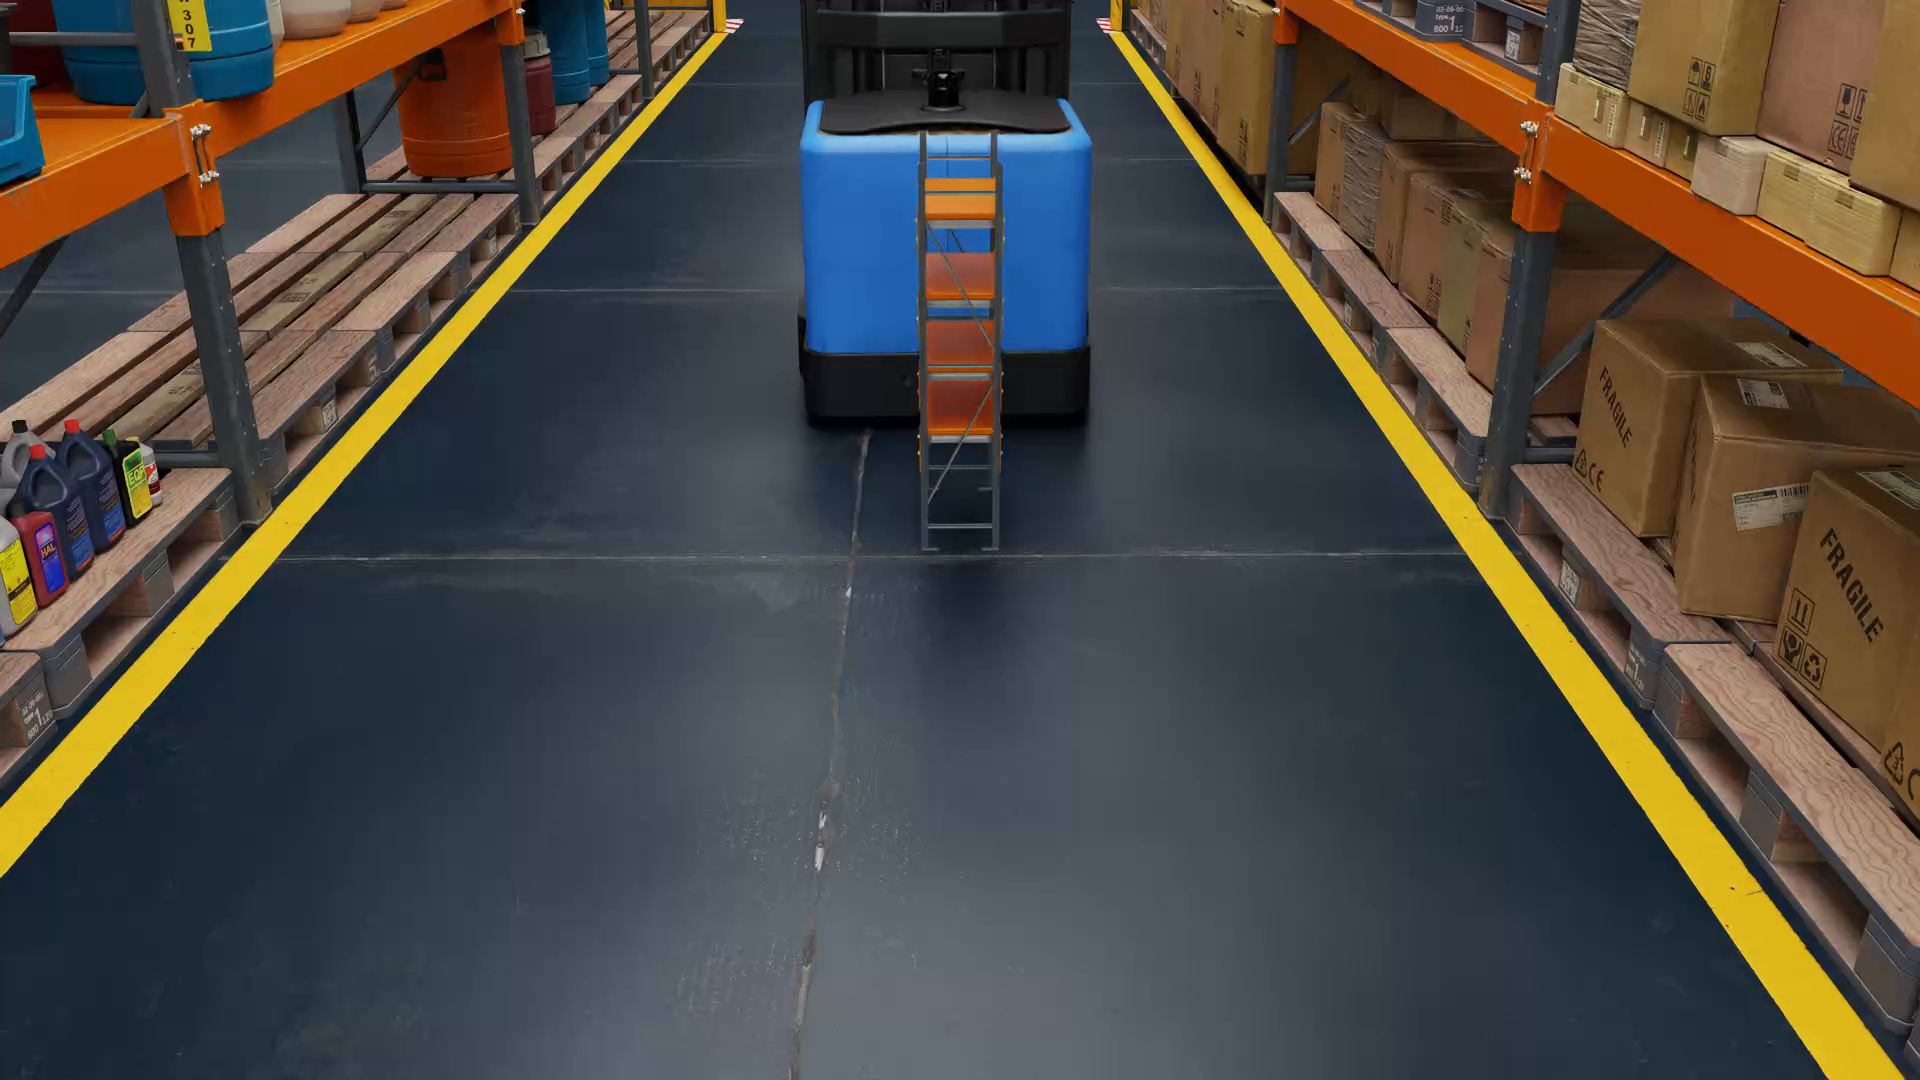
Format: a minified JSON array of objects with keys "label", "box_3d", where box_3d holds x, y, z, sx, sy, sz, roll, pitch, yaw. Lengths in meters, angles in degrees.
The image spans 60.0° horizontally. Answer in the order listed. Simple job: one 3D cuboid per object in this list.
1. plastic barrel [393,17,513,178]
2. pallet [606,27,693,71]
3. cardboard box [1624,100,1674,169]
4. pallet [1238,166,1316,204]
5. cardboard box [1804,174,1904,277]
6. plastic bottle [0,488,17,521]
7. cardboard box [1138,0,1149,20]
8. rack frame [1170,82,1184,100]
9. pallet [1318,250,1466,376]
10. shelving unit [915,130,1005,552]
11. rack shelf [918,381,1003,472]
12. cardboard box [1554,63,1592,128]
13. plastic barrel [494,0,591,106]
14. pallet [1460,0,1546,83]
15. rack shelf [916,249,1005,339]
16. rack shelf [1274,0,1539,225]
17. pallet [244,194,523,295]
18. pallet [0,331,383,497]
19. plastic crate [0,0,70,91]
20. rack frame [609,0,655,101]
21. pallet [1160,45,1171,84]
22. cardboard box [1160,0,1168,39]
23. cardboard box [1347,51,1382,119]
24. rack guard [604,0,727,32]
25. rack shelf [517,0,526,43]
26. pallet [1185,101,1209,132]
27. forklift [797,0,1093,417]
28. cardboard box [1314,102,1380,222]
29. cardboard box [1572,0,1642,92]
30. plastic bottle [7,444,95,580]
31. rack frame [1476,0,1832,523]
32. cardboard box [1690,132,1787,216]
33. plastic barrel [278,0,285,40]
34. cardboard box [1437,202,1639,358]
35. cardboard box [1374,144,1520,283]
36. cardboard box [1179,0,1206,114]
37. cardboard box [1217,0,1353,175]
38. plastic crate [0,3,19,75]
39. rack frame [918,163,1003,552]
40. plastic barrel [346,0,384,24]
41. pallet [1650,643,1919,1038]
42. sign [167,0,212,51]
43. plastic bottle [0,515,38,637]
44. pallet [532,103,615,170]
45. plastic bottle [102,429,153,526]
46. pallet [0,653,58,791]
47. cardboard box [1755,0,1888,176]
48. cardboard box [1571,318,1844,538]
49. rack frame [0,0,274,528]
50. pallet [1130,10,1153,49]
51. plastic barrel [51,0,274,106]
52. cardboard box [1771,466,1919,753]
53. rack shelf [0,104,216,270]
[{"label":"plastic barrel","box_3d":[-2.814,-2.481,9.219,0.600,0.830,0.708,0,24,-1]},{"label":"pallet","box_3d":[-2.898,-4.261,14.415,1.003,0.211,1.213,0,24,-1]},{"label":"cardboard box","box_3d":[1.927,-1.040,4.215,0.380,0.149,0.250,0,24,-1]},{"label":"pallet","box_3d":[2.228,-2.153,9.755,1.003,0.211,1.213,0,24,-1]},{"label":"cardboard box","box_3d":[1.936,-0.628,3.304,0.380,0.149,0.250,0,24,-1]},{"label":"plastic bottle","box_3d":[-2.598,-0.034,4.455,0.152,0.276,0.135,0,24,-1]},{"label":"cardboard box","box_3d":[2.161,-5.355,15.519,0.875,0.875,0.875,0,24,-1]},{"label":"rack frame","box_3d":[2.118,-4.747,12.106,1.000,3.000,0.127,0,24,-1]},{"label":"pallet","box_3d":[2.179,-1.005,7.215,1.003,0.211,1.213,0,24,-1]},{"label":"shelving unit","box_3d":[-0.002,-0.615,5.154,0.258,1.200,0.503,0,24,-1]},{"label":"rack shelf","box_3d":[-0.002,-0.373,5.263,0.258,0.148,0.480,0,24,-1]},{"label":"cardboard box","box_3d":[1.907,-1.246,4.670,0.380,0.149,0.250,0,24,-1]},{"label":"plastic barrel","box_3d":[-2.838,-3.444,11.262,0.600,0.901,0.708,0,24,-1]},{"label":"pallet","box_3d":[2.342,-1.679,5.555,1.003,0.211,1.213,0,24,-1]},{"label":"rack shelf","box_3d":[-0.002,-0.757,5.089,0.258,0.148,0.480,0,24,-1]},{"label":"rack shelf","box_3d":[2.183,-1.947,6.788,1.077,0.370,4.000,0,24,-1]},{"label":"pallet","box_3d":[-2.822,-1.487,8.281,1.003,0.211,1.213,0,24,-1]},{"label":"pallet","box_3d":[-2.795,-0.481,6.058,1.003,0.211,1.213,0,24,-1]},{"label":"plastic crate","box_3d":[-3.059,-1.656,5.193,0.402,0.464,0.583,0,24,-1]},{"label":"rack frame","box_3d":[-2.835,-4.725,12.057,1.000,3.000,0.127,0,24,-1]},{"label":"pallet","box_3d":[2.188,-3.790,13.374,1.003,0.211,1.213,0,24,-1]},{"label":"cardboard box","box_3d":[2.181,-4.613,13.879,0.875,0.875,0.875,0,24,-1]},{"label":"cardboard box","box_3d":[2.199,-2.226,8.121,0.500,0.250,0.500,1,24,2]},{"label":"rack guard","box_3d":[-2.892,-5.244,16.238,1.175,0.500,0.348,0,24,-1]},{"label":"rack shelf","box_3d":[-2.813,-3.573,10.383,1.077,0.370,4.000,0,24,-1]},{"label":"pallet","box_3d":[2.201,-3.159,11.978,1.003,0.211,1.213,0,24,-1]},{"label":"forklift","box_3d":[-0.109,-2.348,6.884,1.130,2.935,3.031,-1,24,-2]},{"label":"cardboard box","box_3d":[2.189,-1.884,8.276,0.700,0.500,0.500,-2,24,-3]},{"label":"cardboard box","box_3d":[2.148,-1.446,4.325,0.875,0.500,0.500,0,24,-1]},{"label":"plastic bottle","box_3d":[-2.450,-0.079,4.464,0.144,0.351,0.185,-1,24,-3]},{"label":"rack frame","box_3d":[2.205,-1.451,4.817,1.000,3.000,0.127,0,24,-1]},{"label":"cardboard box","box_3d":[1.900,-0.834,3.759,0.380,0.149,0.250,0,24,-1]},{"label":"plastic barrel","box_3d":[-2.609,-1.911,6.004,0.301,0.262,0.301,0,24,0]},{"label":"cardboard box","box_3d":[2.233,-0.962,6.236,0.700,0.500,0.500,0,24,-1]},{"label":"cardboard box","box_3d":[2.221,-1.422,7.254,0.700,0.500,0.500,2,24,4]},{"label":"cardboard box","box_3d":[2.155,-3.338,11.060,1.225,0.875,0.875,-1,24,-2]},{"label":"cardboard box","box_3d":[2.175,-2.607,9.442,1.225,0.875,0.875,-1,24,-3]},{"label":"plastic crate","box_3d":[-2.869,-1.184,4.303,0.767,0.338,0.504,0,24,-1]},{"label":"rack frame","box_3d":[0.001,-0.514,4.931,0.240,1.200,0.015,0,24,-1]},{"label":"plastic barrel","box_3d":[-2.552,-2.366,6.676,0.433,0.535,0.433,0,24,0]},{"label":"pallet","box_3d":[2.264,0.601,3.666,1.003,0.211,1.213,0,24,-1]},{"label":"sign","box_3d":[-2.198,-1.552,4.706,0.100,0.325,0.005,0,24,-1]},{"label":"plastic bottle","box_3d":[-2.447,0.054,4.170,0.144,0.351,0.185,0,24,-1]},{"label":"pallet","box_3d":[-2.852,-2.632,10.814,1.003,0.211,1.213,0,24,-1]},{"label":"plastic bottle","box_3d":[-2.413,-0.194,4.802,0.061,0.283,0.133,1,24,2]},{"label":"pallet","box_3d":[-2.766,0.623,3.616,1.003,0.211,1.213,0,24,-1]},{"label":"cardboard box","box_3d":[2.224,-1.034,3.414,0.875,0.500,0.500,0,24,-1]},{"label":"cardboard box","box_3d":[2.169,-0.338,4.881,0.500,0.500,0.500,-1,24,-2]},{"label":"rack frame","box_3d":[-2.748,-1.428,4.768,1.000,3.000,0.127,0,24,-1]},{"label":"pallet","box_3d":[2.161,-4.796,15.597,1.003,0.211,1.213,0,24,-1]},{"label":"plastic barrel","box_3d":[-2.449,-1.817,5.020,0.600,0.901,0.708,0,24,-1]},{"label":"cardboard box","box_3d":[2.268,0.153,3.794,0.500,0.500,0.500,-2,24,-5]},{"label":"rack shelf","box_3d":[-2.726,-0.276,3.094,1.077,0.370,4.000,0,24,-1]}]
